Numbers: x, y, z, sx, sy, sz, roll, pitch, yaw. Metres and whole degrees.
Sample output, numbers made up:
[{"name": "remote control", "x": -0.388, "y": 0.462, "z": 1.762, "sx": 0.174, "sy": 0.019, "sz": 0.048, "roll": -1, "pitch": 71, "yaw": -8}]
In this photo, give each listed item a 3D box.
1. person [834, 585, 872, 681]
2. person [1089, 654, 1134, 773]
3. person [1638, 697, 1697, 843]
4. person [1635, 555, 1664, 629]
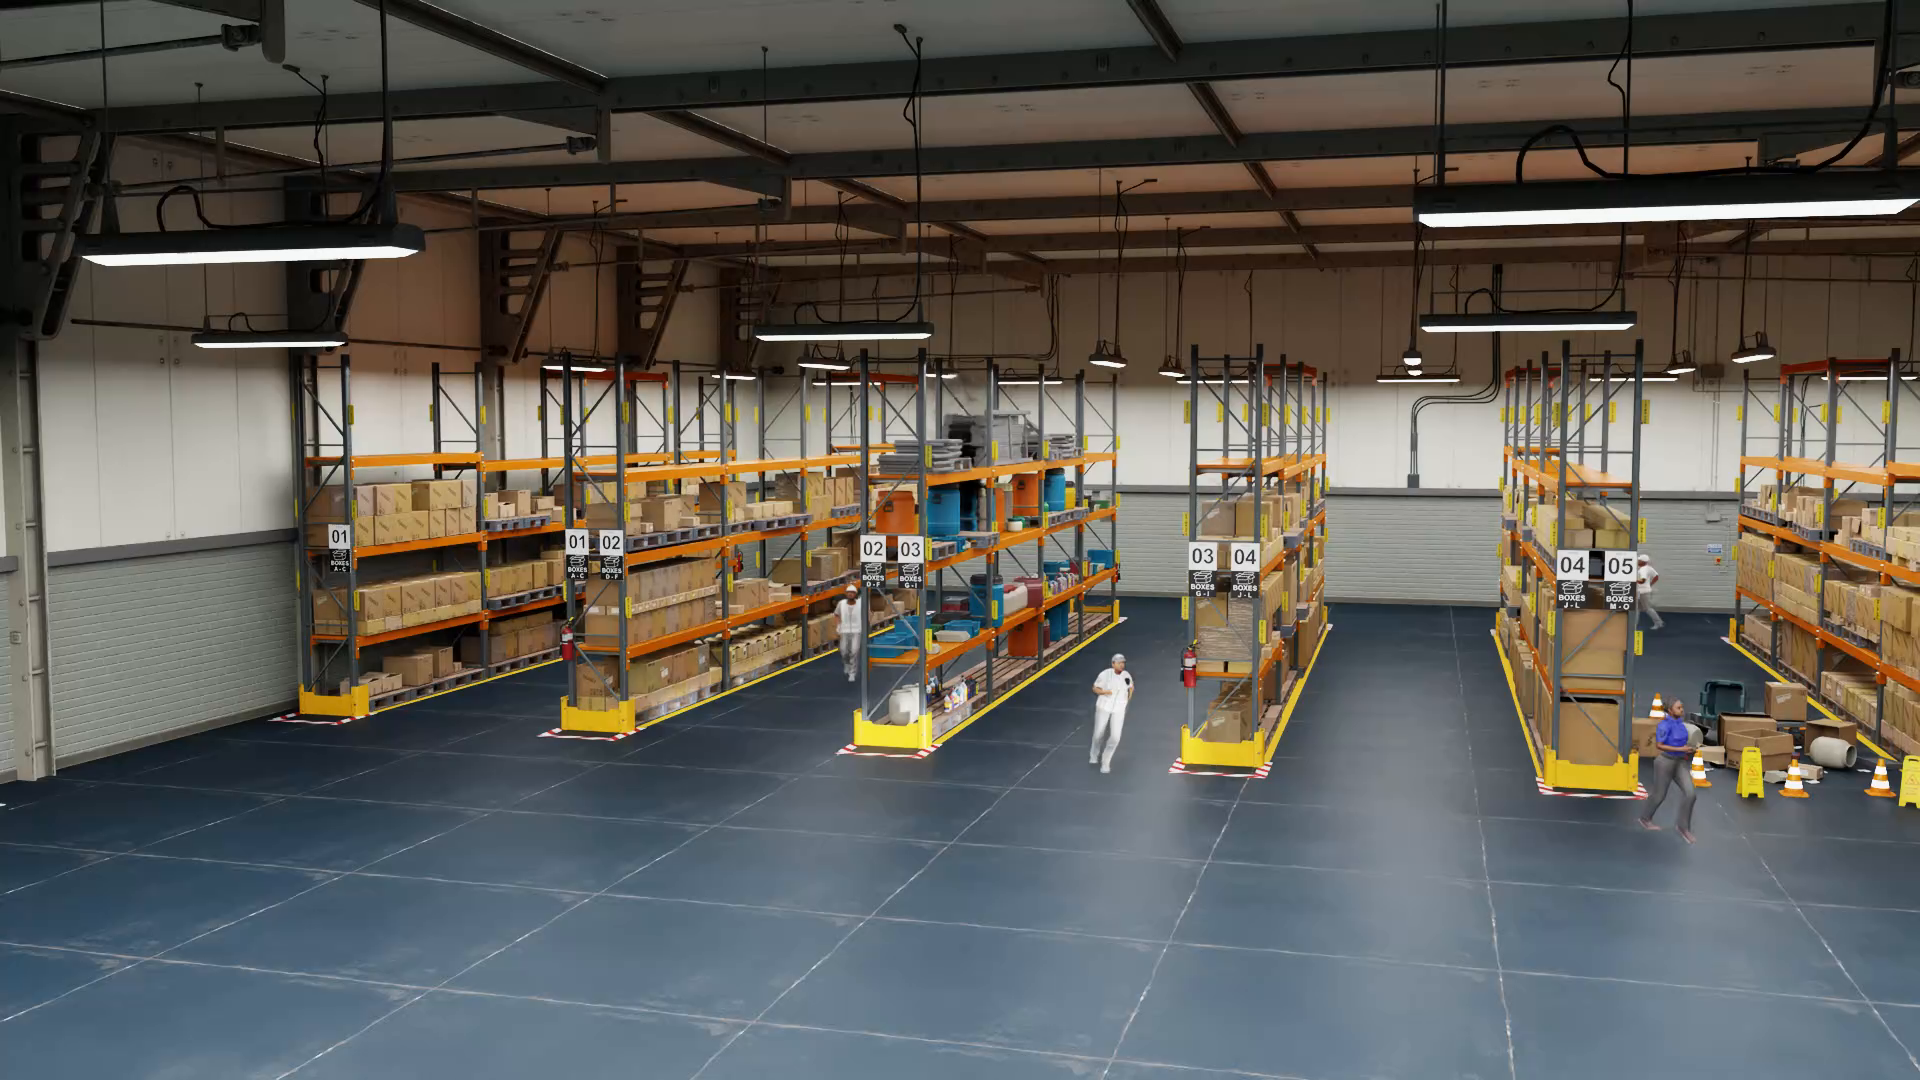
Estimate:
[{"name": "person", "x": -1.973, "y": 1.704, "z": 30.658, "sx": 0.704, "sy": 1.755, "sz": 0.619, "roll": 0, "pitch": 4, "yaw": 4}, {"name": "person", "x": 2.161, "y": 2.440, "z": 23.488, "sx": 0.632, "sy": 1.689, "sz": 0.688, "roll": 0, "pitch": 4, "yaw": -1}, {"name": "person", "x": 8.386, "y": 2.710, "z": 19.661, "sx": 0.567, "sy": 1.718, "sz": 0.766, "roll": -2, "pitch": 5, "yaw": -27}, {"name": "person", "x": 15.802, "y": 1.246, "z": 38.374, "sx": 0.852, "sy": 1.816, "sz": 0.670, "roll": 2, "pitch": 5, "yaw": 24}]
